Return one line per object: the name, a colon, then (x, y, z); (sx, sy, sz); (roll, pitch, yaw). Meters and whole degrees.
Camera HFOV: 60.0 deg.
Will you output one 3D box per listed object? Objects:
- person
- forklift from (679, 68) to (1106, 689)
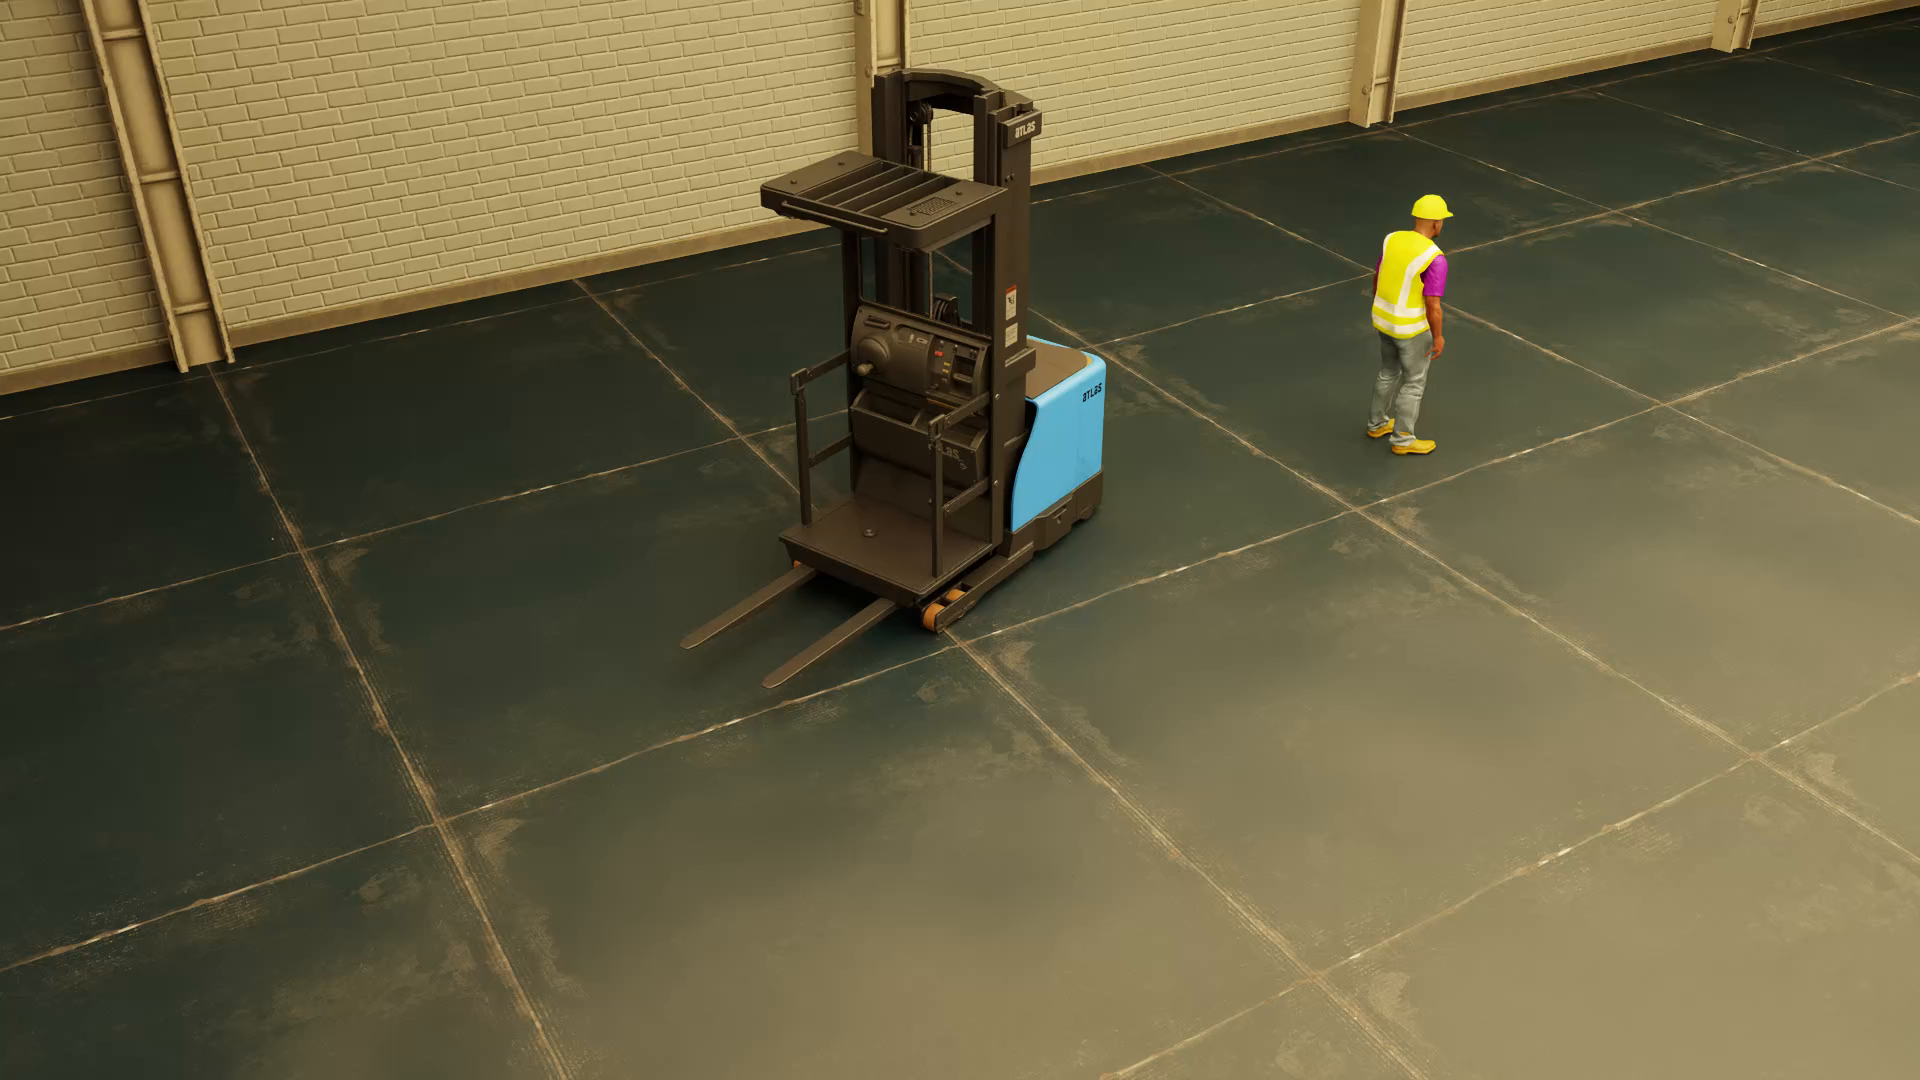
person: (3.031, -1.465, 11.237); (0.461, 1.759, 0.634); (-14, 34, -22)
forklift: (-0.365, -1.007, 9.329); (1.130, 2.935, 3.031); (21, 37, 31)
